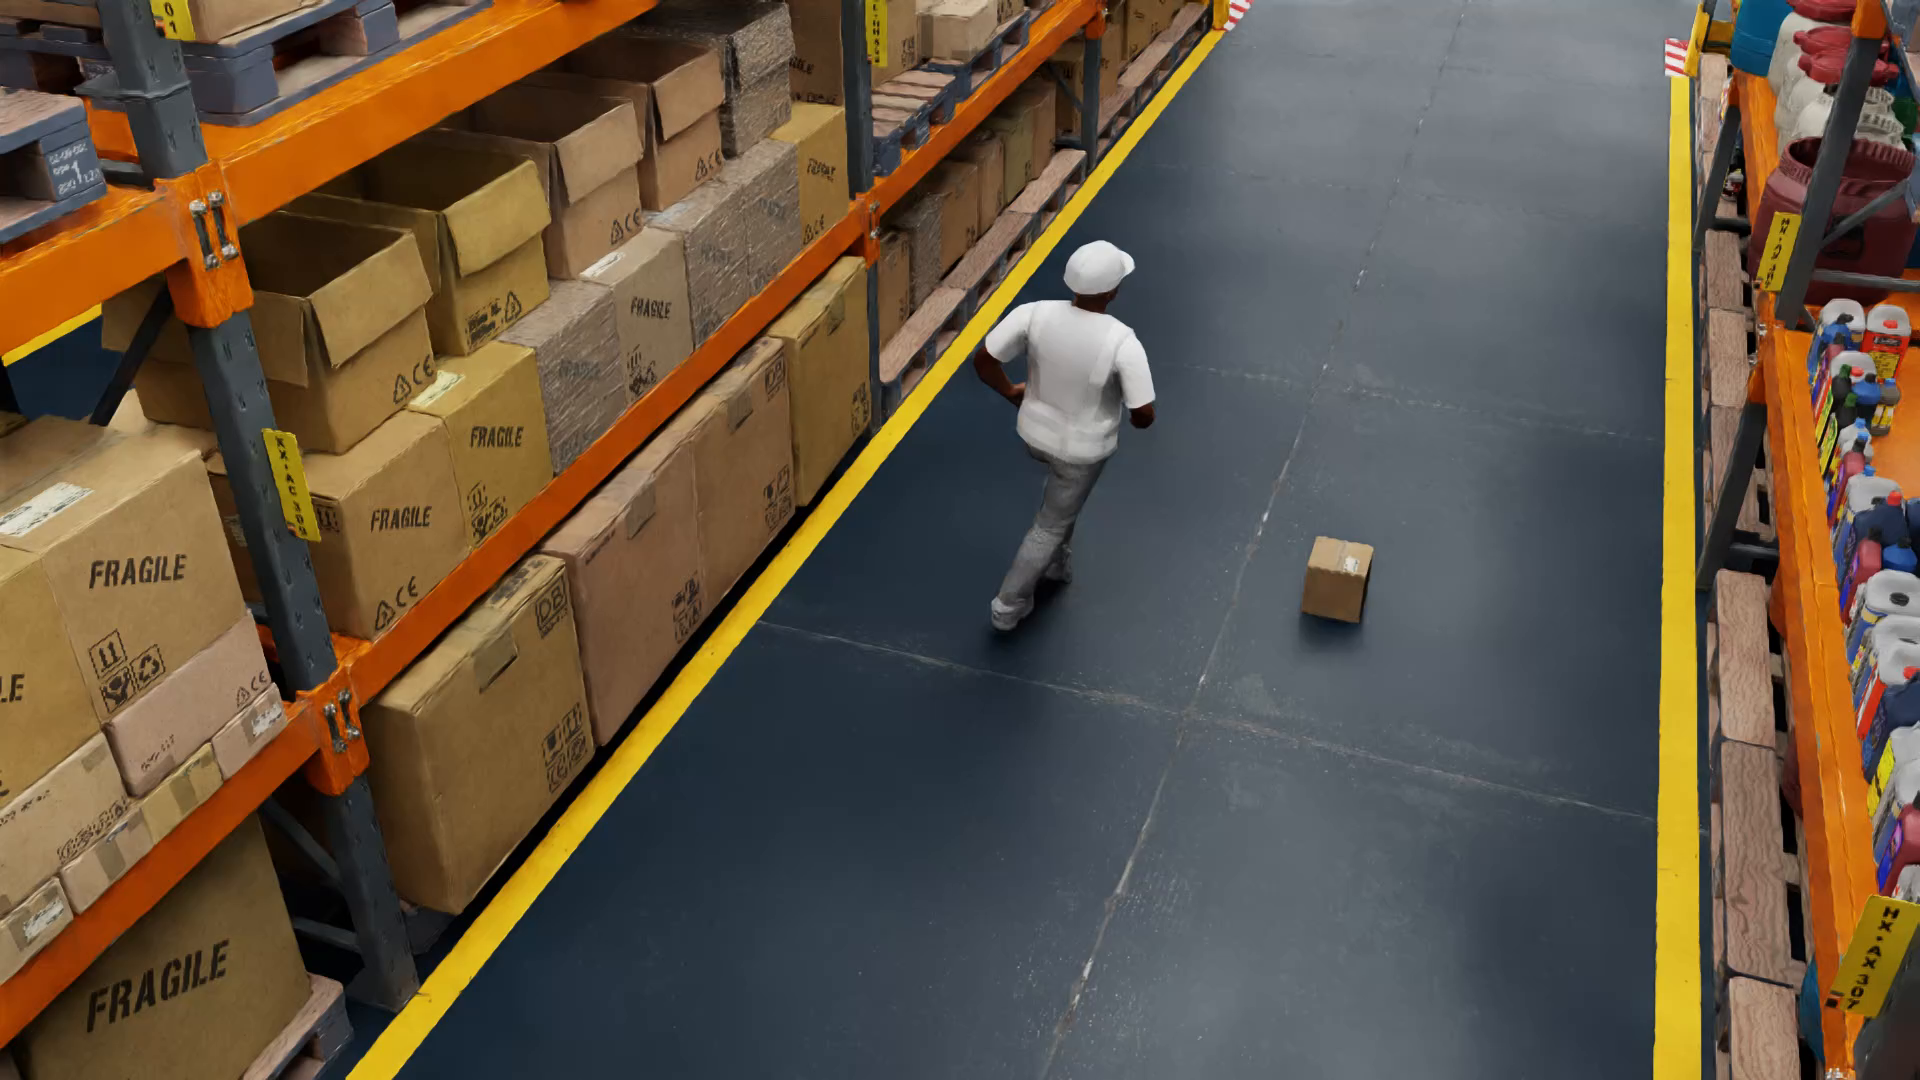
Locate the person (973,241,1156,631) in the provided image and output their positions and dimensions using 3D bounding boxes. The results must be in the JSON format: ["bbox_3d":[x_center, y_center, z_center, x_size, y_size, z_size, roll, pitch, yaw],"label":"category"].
[{"bbox_3d":[0.470,-0.375,6.695,0.695,1.780,0.646,26,41,34],"label":"person"}]
